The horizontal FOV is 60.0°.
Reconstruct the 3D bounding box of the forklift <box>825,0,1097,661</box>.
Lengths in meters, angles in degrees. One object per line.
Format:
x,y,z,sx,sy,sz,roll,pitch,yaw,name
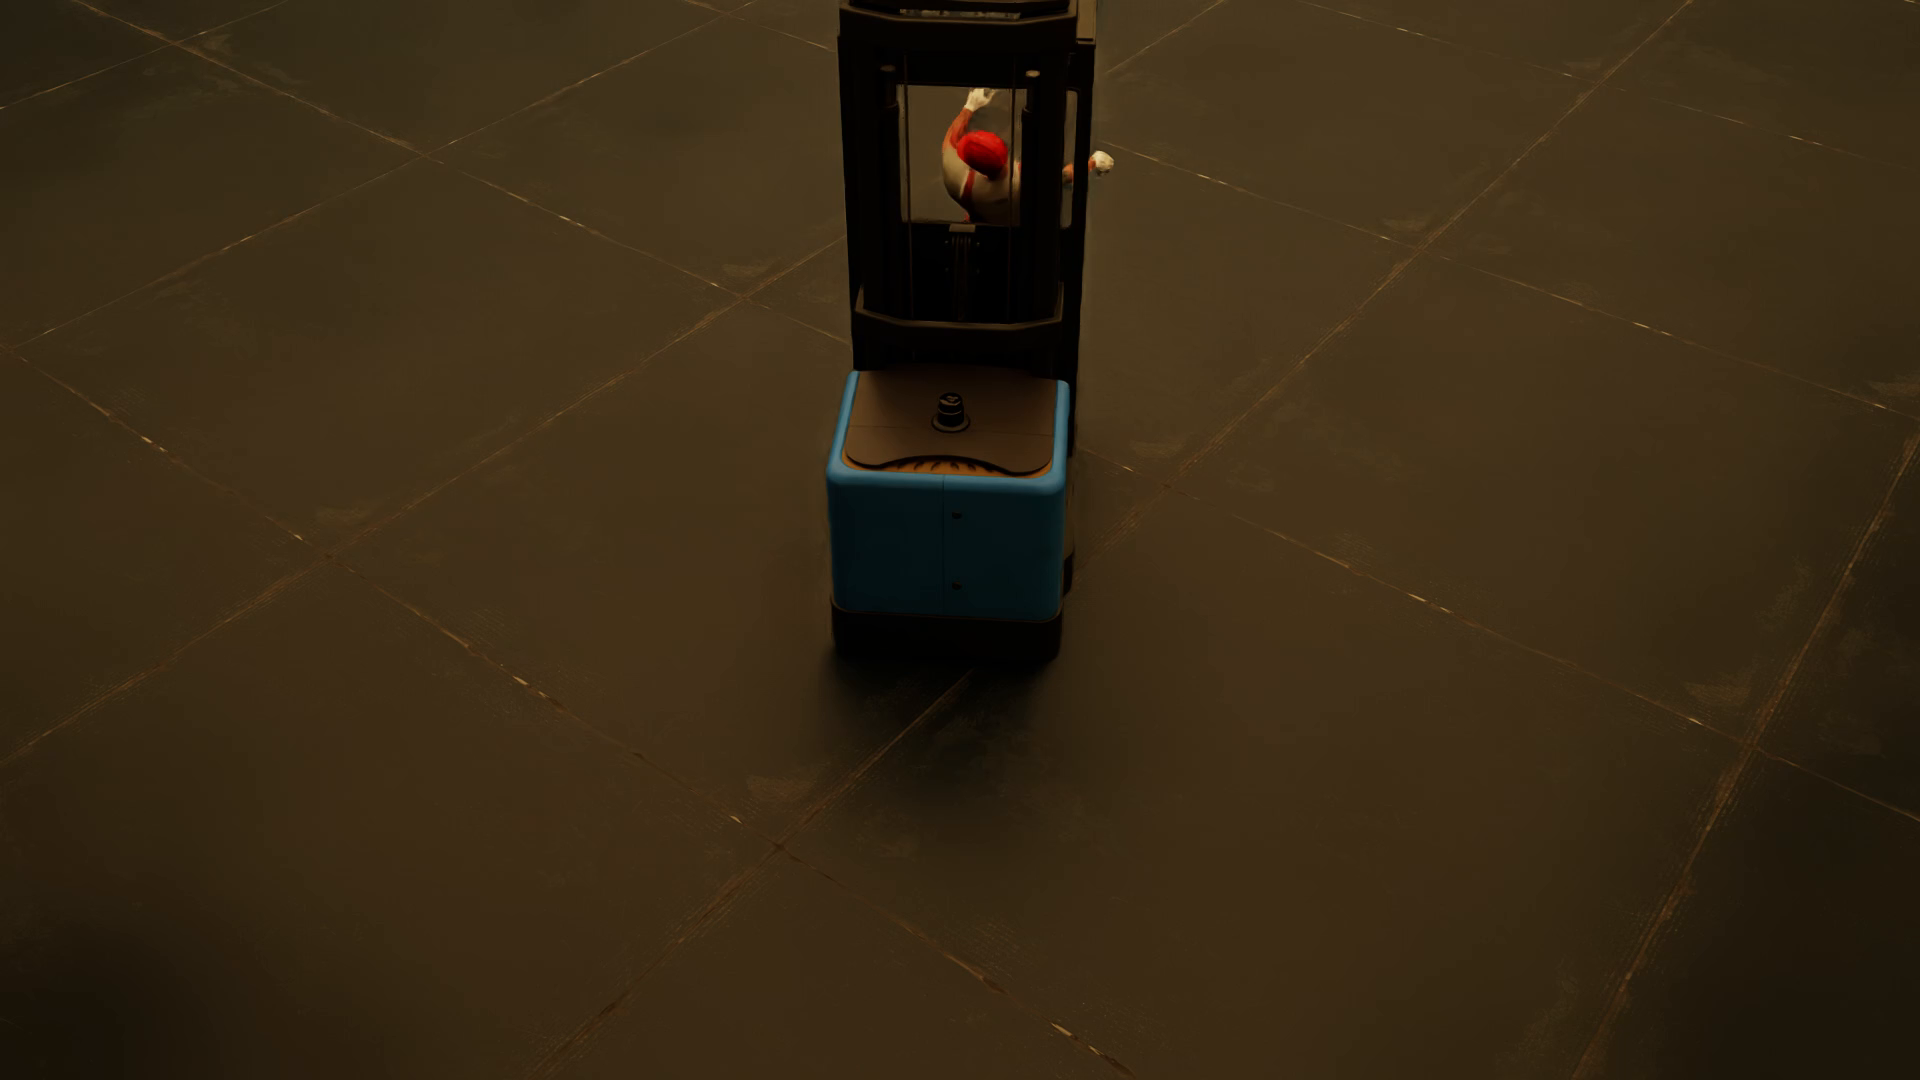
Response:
0.046,-1.510,7.846,1.130,2.935,3.031,3,41,3,forklift

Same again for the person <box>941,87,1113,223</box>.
0.358,-1.690,9.082,1.073,1.504,0.731,-12,42,-13,person
